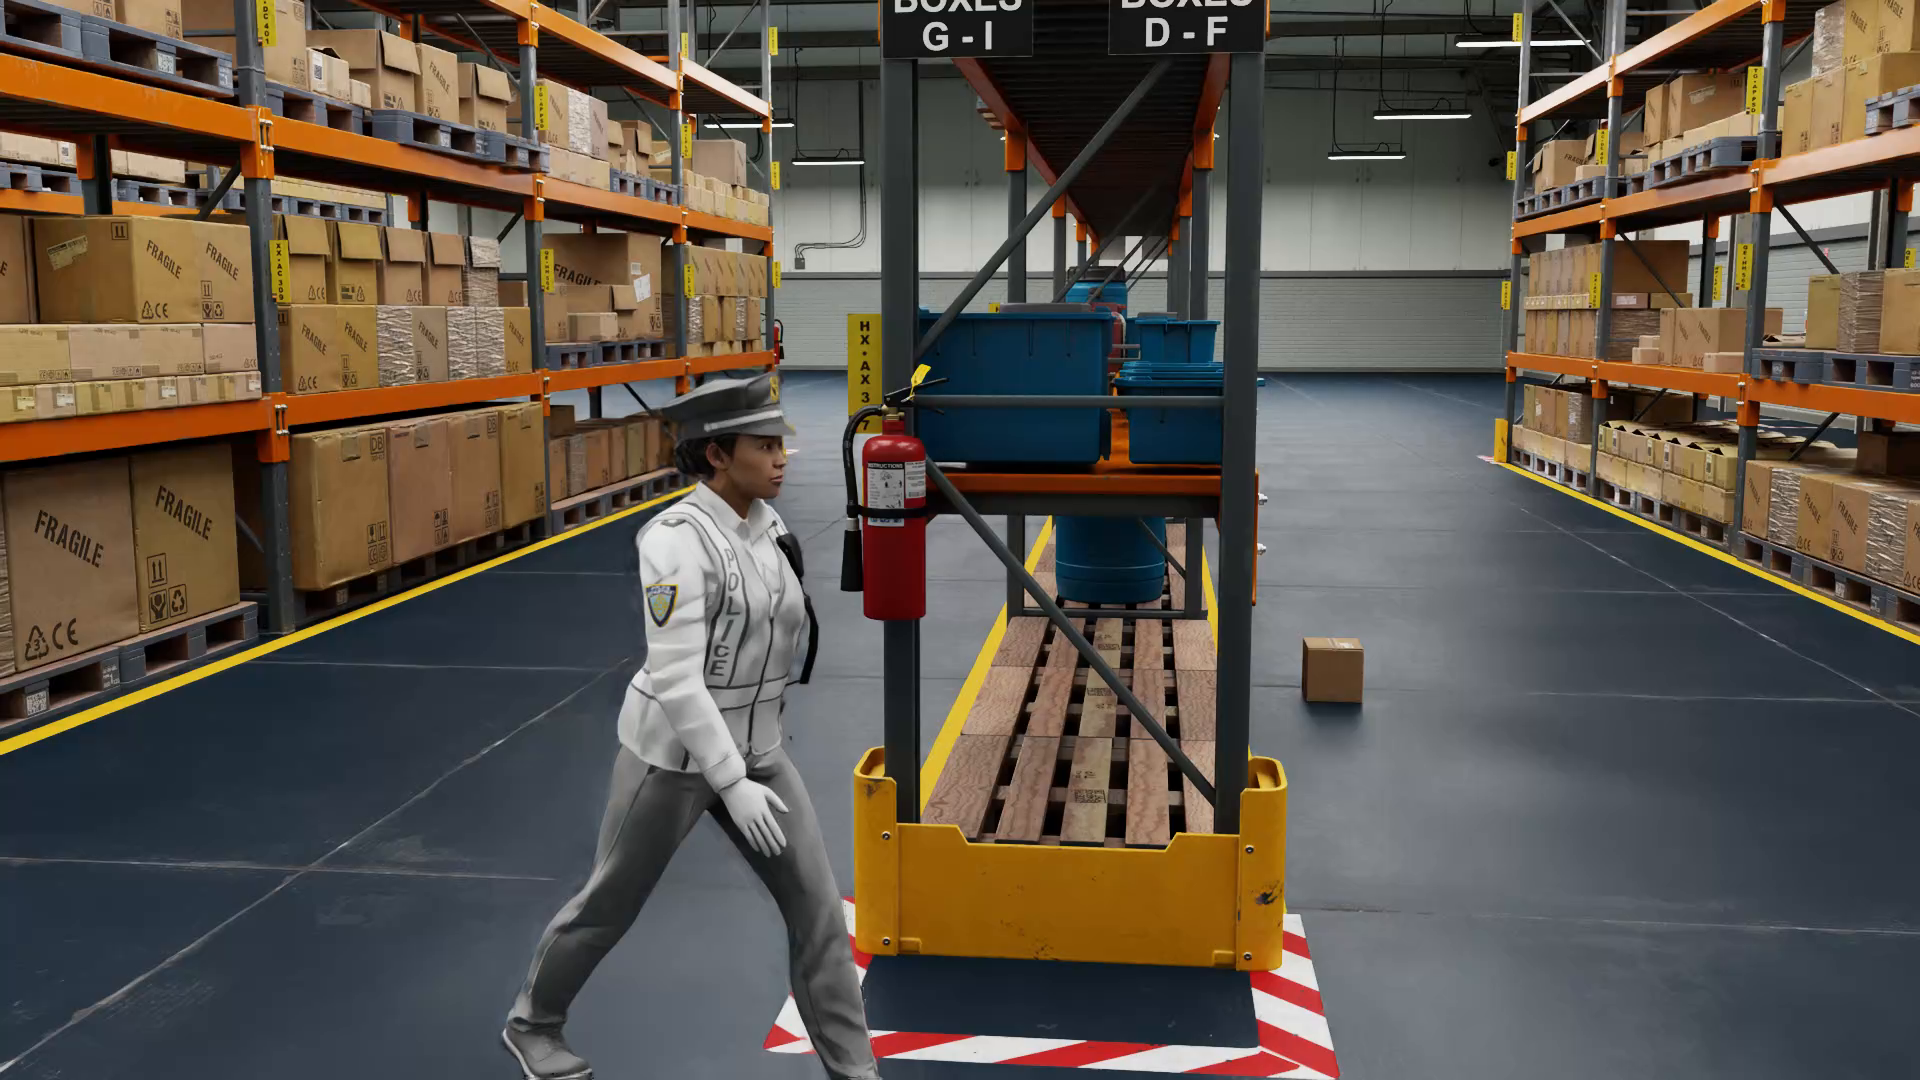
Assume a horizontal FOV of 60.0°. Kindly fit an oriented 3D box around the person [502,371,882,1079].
[{"bbox_3d":[-0.513,0.443,3.505,1.103,1.596,0.526,5,9,32],"label":"person"}]
